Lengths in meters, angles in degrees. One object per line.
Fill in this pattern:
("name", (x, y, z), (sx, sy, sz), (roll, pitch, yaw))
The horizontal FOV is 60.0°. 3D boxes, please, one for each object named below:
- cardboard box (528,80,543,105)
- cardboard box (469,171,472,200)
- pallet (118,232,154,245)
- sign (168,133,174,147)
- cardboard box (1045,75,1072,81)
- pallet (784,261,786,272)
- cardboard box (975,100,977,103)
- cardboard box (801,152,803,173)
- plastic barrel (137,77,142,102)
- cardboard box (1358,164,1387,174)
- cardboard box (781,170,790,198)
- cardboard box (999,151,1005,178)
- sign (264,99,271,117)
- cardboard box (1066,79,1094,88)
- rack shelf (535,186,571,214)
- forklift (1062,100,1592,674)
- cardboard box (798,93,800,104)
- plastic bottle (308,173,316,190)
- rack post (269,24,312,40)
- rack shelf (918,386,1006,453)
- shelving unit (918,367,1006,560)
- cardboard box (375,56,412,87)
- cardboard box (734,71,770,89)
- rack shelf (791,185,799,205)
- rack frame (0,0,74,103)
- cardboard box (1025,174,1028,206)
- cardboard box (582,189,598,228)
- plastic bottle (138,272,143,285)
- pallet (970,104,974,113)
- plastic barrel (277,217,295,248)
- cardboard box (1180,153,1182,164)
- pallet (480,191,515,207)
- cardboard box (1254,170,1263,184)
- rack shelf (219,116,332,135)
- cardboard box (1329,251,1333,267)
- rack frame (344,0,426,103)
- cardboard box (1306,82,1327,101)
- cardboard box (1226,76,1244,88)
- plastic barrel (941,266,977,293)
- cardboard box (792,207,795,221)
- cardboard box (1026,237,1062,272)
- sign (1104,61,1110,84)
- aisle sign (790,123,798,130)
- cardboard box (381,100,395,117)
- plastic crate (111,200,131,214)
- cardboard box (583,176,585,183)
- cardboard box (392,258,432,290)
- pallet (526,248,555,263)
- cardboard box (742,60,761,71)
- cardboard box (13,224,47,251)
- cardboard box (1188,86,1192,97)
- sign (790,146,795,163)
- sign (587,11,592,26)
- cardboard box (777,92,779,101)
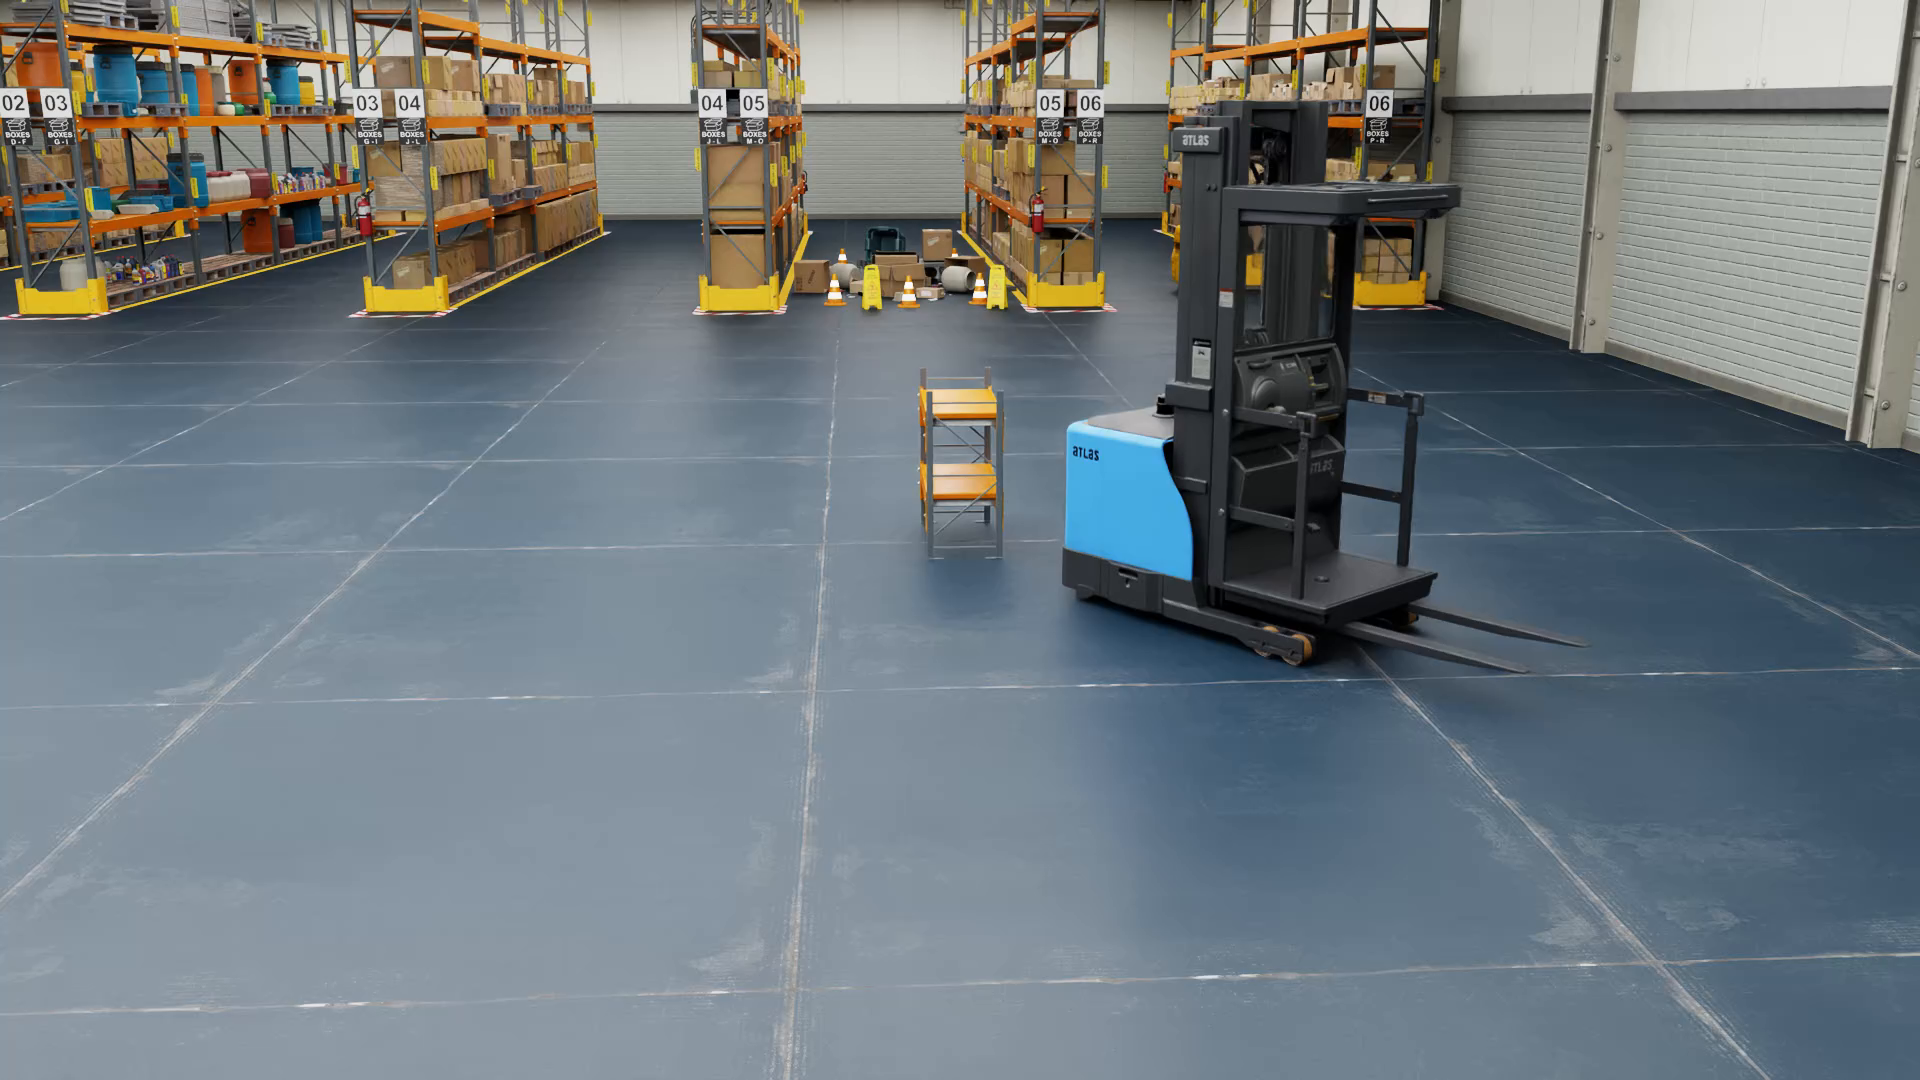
("cardboard box", (-8.911, -9.085, 33.746), (0.797, 0.503, 0.637), (-1, 14, -4))
("cardboard box", (-8.553, -5.831, 27.372), (0.875, 0.500, 0.500), (-1, 14, -3))
("pallet", (-19.019, -6.838, 37.681), (1.003, 0.211, 1.213), (-1, 14, -3))
("sign", (-18.591, -9.426, 39.184), (0.100, 0.325, 0.005), (-1, 14, -3))
("cardboard box", (1.699, -8.130, 29.540), (0.500, 0.250, 0.500), (-1, 14, -5))
("pallet", (-3.760, -5.072, 30.816), (1.003, 0.211, 1.213), (-1, 14, -3))
("cardboard box", (0.521, -9.812, 36.849), (0.396, 0.266, 0.258), (0, 14, -2))
("cardboard box", (-4.017, -8.997, 39.676), (0.500, 0.500, 0.500), (-1, 14, -2))
("plastic barrel", (-13.628, -7.400, 27.180), (0.421, 0.512, 0.421), (0, 14, 0))
("cardboard box", (6.345, -5.705, 25.578), (0.380, 0.149, 0.250), (-1, 14, -3))
("cardboard box", (-3.481, -6.739, 31.498), (0.500, 0.500, 0.500), (-1, 14, -3))
("cardboard box", (1.004, -7.043, 31.240), (0.500, 0.500, 0.500), (-1, 14, -2))
("sign", (-13.158, -8.207, 31.594), (0.100, 0.325, 0.005), (-1, 14, -3))
("cardboard box", (1.805, -6.843, 24.988), (0.380, 0.149, 0.250), (-1, 14, -4))
("rack shelf", (-8.887, -7.020, 34.235), (1.077, 0.370, 4.000), (-1, 14, -3))
("forklift", (1.986, -0.891, 9.107), (1.130, 2.935, 3.031), (-13, 19, -41))
("cardboard box", (-3.958, -10.169, 38.308), (0.500, 0.250, 0.500), (-1, 14, -3))
("plastic bottle", (-13.559, -7.496, 34.740), (0.144, 0.351, 0.185), (-1, 14, -3))
("rack post", (-13.933, -10.448, 34.227), (0.937, 0.300, 0.954), (-1, 14, -4))
("rack shelf", (0.000, -0.830, 11.320), (0.538, 0.278, 1.000), (-1, 14, -3))
("shelving unit", (0.000, -0.546, 11.393), (0.538, 1.125, 1.048), (-1, 14, -3))
("cardboard box", (-8.616, -7.150, 25.477), (0.500, 0.500, 0.500), (-1, 14, -3))
("cardboard box", (-3.084, -6.833, 24.704), (0.500, 0.250, 0.500), (-1, 14, -4))
("rack shelf", (-3.930, -7.072, 34.435), (1.077, 0.370, 4.000), (-1, 14, -3))
("rack frame", (-13.211, -7.710, 23.434), (1.000, 3.000, 0.127), (-1, 14, -3))
("cardboard box", (1.289, -5.482, 26.016), (0.500, 0.500, 0.500), (-1, 14, -3))
("cardboard box", (-9.139, -7.877, 39.543), (0.875, 0.875, 0.875), (-1, 14, -3))
("plastic bottle", (-13.019, -4.144, 26.347), (0.097, 0.201, 0.097), (0, 14, 0))
("pallet", (0.767, -9.935, 38.278), (1.003, 0.211, 1.213), (-1, 14, -3))
("plastic barrel", (-13.824, -6.232, 33.726), (0.600, 0.588, 0.708), (-1, 14, -3))
("cardboard box", (5.439, -9.036, 38.824), (0.500, 0.500, 0.500), (-1, 14, -2))
("pallet", (-8.417, -5.976, 29.117), (1.003, 0.211, 1.213), (-1, 14, -3))
("cardboard box", (5.910, -6.902, 31.630), (0.500, 0.250, 0.500), (-1, 14, -5))
("rack shelf", (-13.830, -8.396, 33.564), (1.077, 0.370, 4.000), (-1, 14, -3))
("cardboard box", (6.215, -4.467, 26.540), (0.500, 0.250, 0.500), (-1, 14, -4))
("rack frame", (-8.267, -7.787, 23.732), (1.000, 3.000, 0.127), (-1, 14, -3))
("cardboard box", (6.138, -7.558, 27.995), (0.500, 0.311, 0.500), (-1, 14, -2))
("cardboard box", (5.971, -9.884, 35.933), (0.396, 0.266, 0.258), (-1, 14, -3))
("plastic barrel", (-0.015, -4.277, 27.300), (0.512, 0.421, 0.421), (10, 18, 35))
("cardboard box", (-3.657, -6.703, 34.228), (0.500, 0.250, 0.500), (-1, 14, -3))
("cardboard box", (1.314, -4.465, 26.029), (0.500, 0.500, 0.500), (-1, 14, -3))
("sign", (2.165, -6.919, 24.624), (0.100, 0.325, 0.005), (-1, 14, -3))
("aisle sign", (-4.007, -10.194, 39.909), (0.394, 0.787, 0.004), (-1, 14, -3))
("cardboard box", (-8.551, -6.378, 24.575), (0.500, 0.250, 0.500), (-1, 14, -2))
("plastic crate", (-13.656, -5.355, 26.746), (0.450, 0.188, 0.662), (-1, 14, -3))
("cardboard box", (-8.814, -8.275, 38.174), (0.380, 0.149, 0.250), (-1, 14, -2))
("cardboard box", (-8.289, -4.030, 25.343), (0.500, 0.500, 0.500), (2, 15, 7))
("pallet", (-8.737, -5.718, 33.326), (1.003, 0.211, 1.213), (-1, 14, -3))
("cardboard box", (-3.014, -6.990, 24.514), (0.380, 0.149, 0.250), (-1, 14, -3))
("cardboard box", (-18.432, -5.969, 32.841), (0.500, 0.500, 0.500), (-1, 14, -5))
("cardboard box", (5.499, -10.237, 37.974), (0.500, 0.250, 0.500), (-1, 14, -2))
("sign", (-3.253, -7.493, 32.304), (0.100, 0.325, 0.005), (-1, 14, -3))
("sign", (-8.716, -12.262, 39.090), (0.100, 0.325, 0.005), (-1, 14, -3))
("cardboard box", (-3.201, -7.362, 27.562), (0.380, 0.149, 0.250), (-1, 14, -3))
